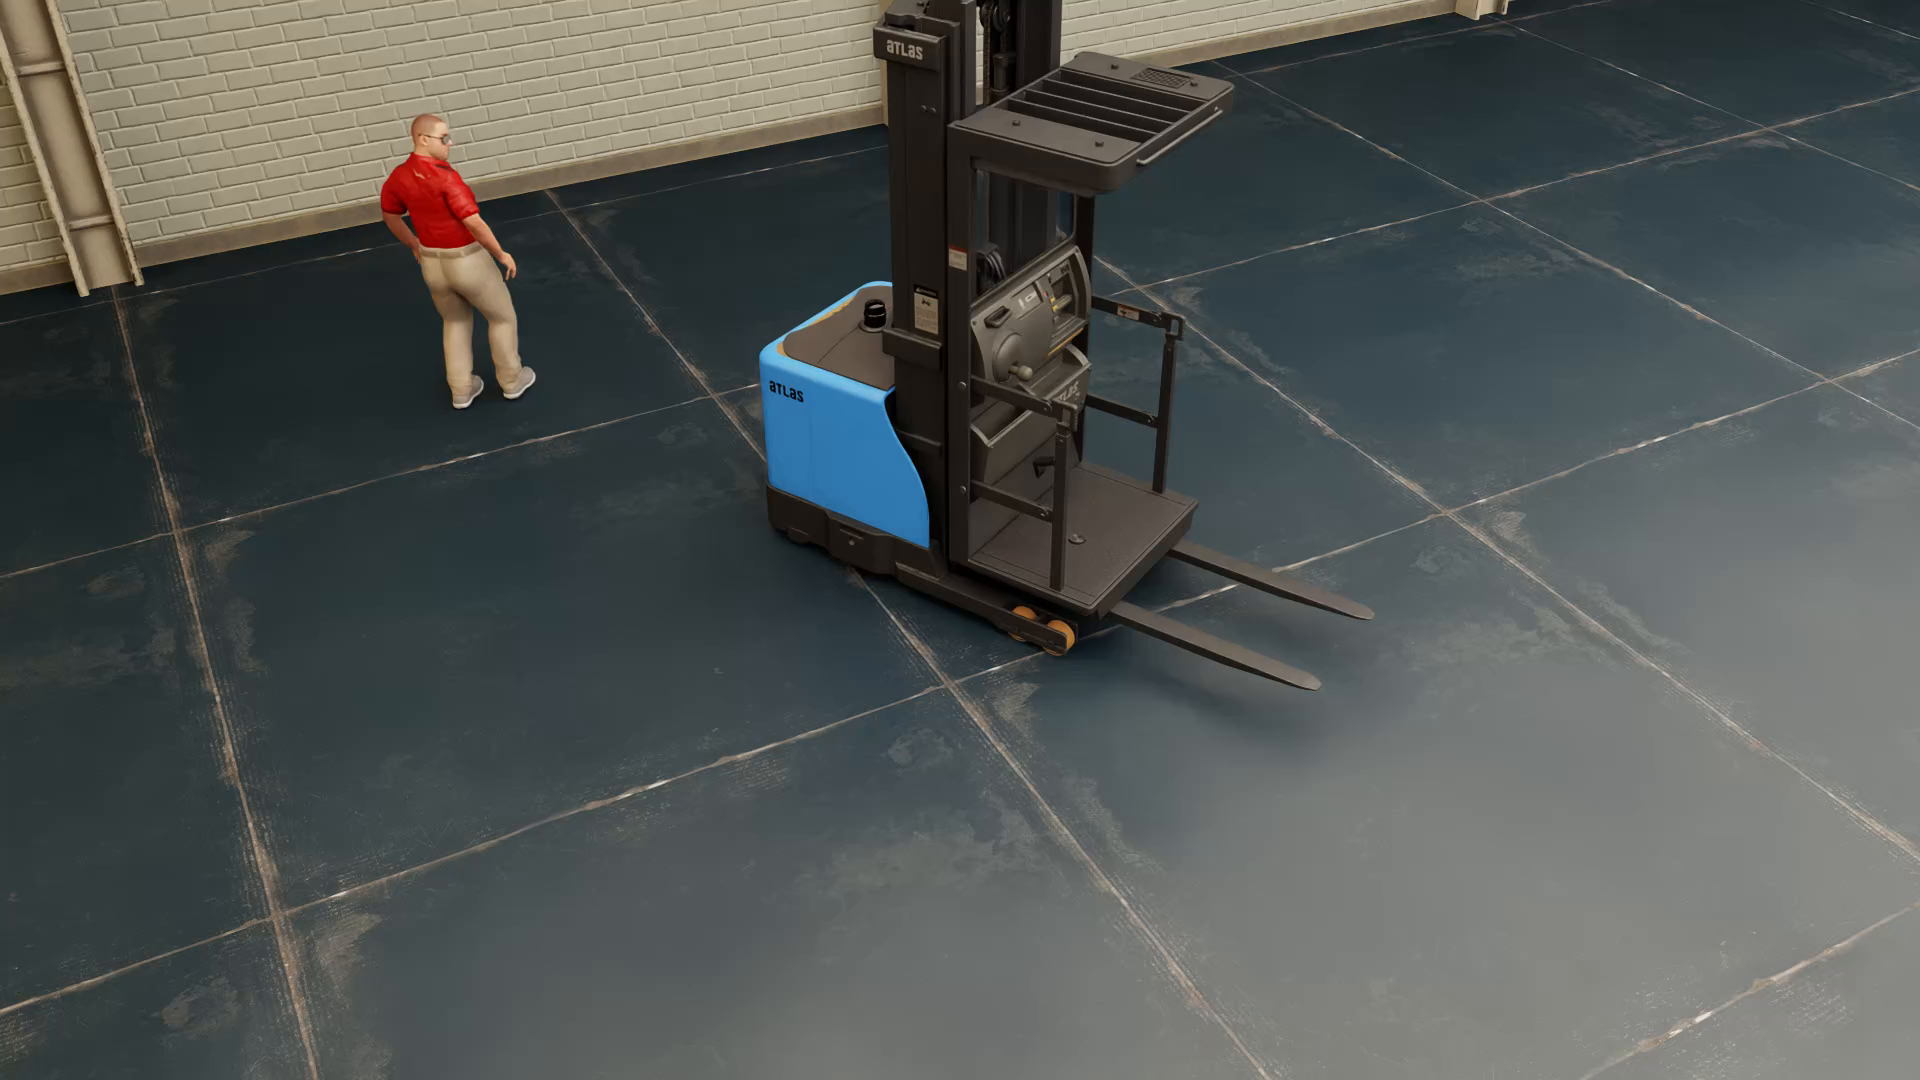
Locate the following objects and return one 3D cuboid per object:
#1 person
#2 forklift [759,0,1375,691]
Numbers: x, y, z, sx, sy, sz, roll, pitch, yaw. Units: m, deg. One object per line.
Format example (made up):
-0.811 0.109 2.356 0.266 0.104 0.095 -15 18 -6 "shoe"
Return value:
-2.833 -1.586 9.426 0.749 1.710 0.520 11 37 15 "person"
0.506 -1.000 7.537 3.031 2.935 1.130 21 40 27 "forklift"
